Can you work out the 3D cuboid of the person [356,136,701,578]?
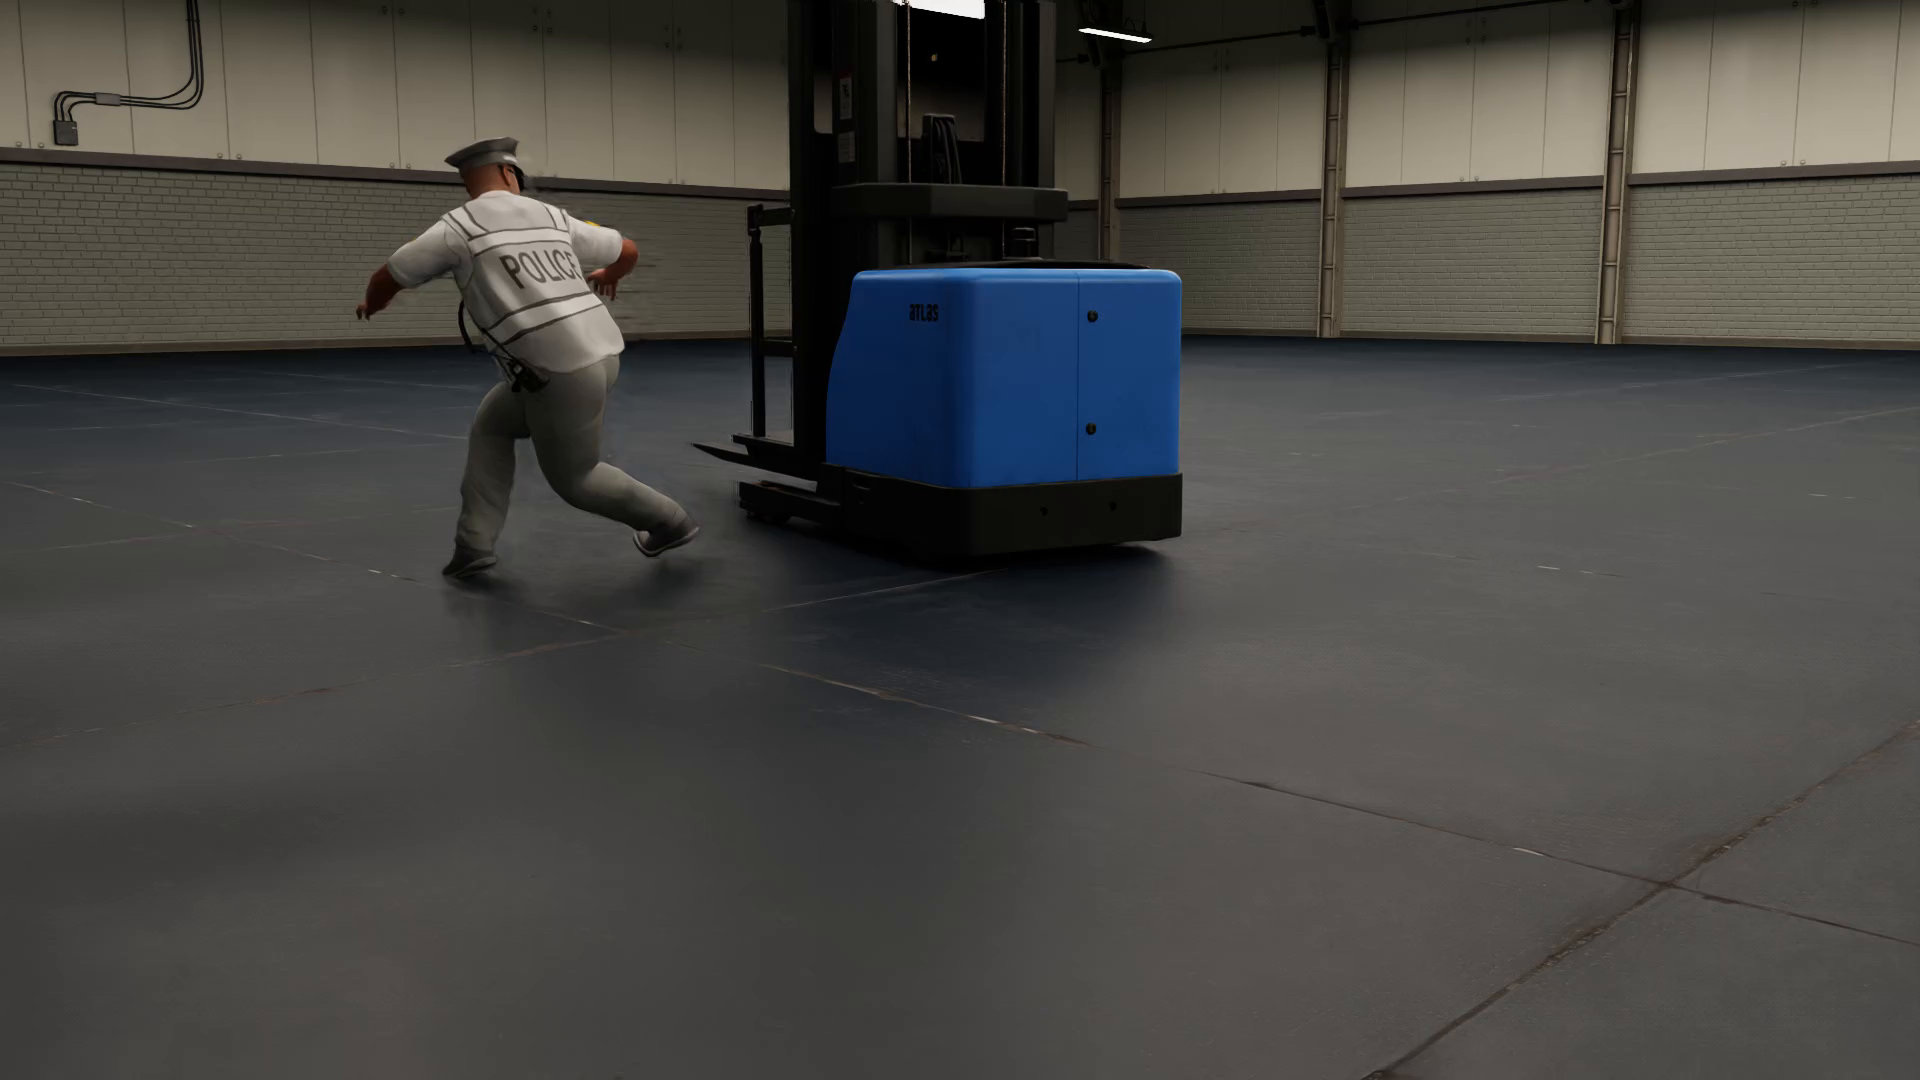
[{"bbox_3d":[-1.562,-0.630,5.936,1.099,1.556,0.950,3,9,19],"label":"person"}]

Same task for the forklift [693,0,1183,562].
[{"bbox_3d":[-0.321,-1.550,7.169,1.130,2.935,3.031,-5,10,-29],"label":"forklift"}]
